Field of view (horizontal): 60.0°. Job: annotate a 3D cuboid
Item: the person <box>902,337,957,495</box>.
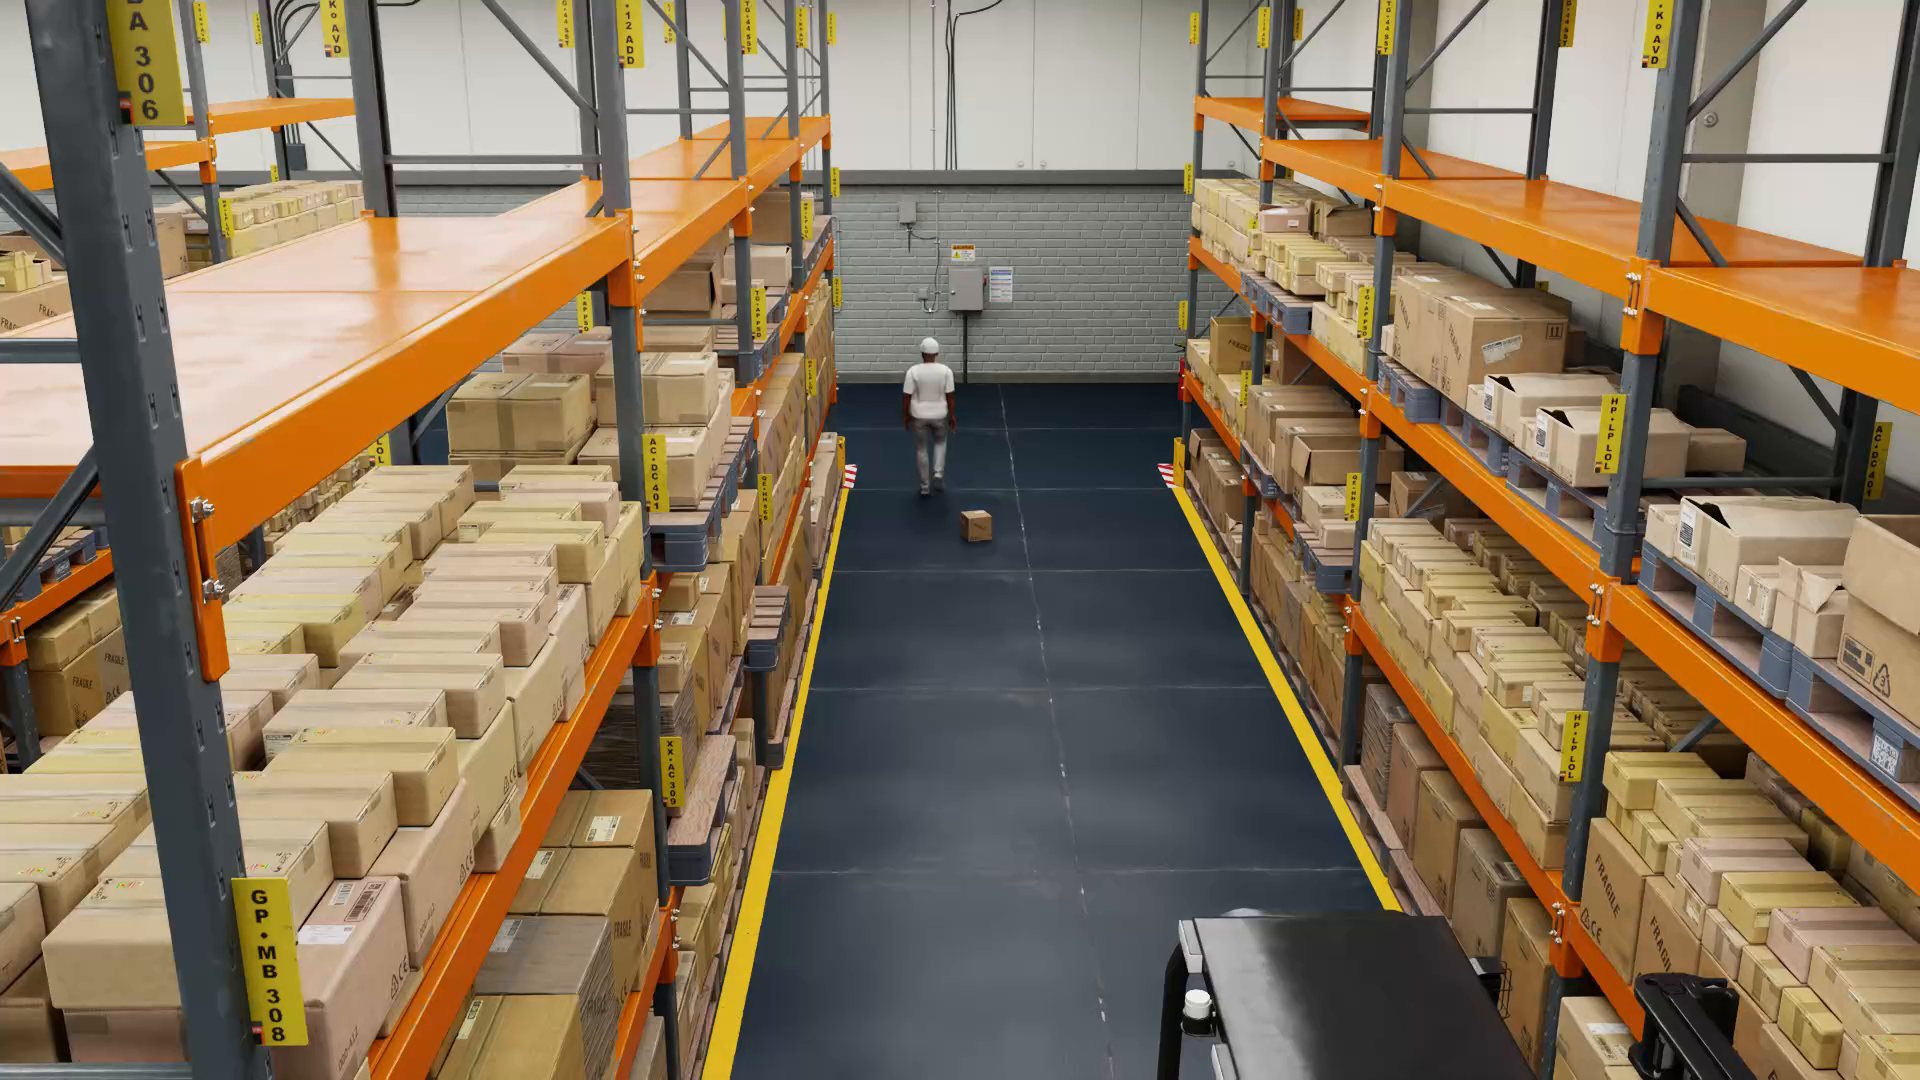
[{"bbox_3d":[-0.346,-1.390,18.459,0.598,1.756,0.470,-2,17,-5],"label":"person"}]
